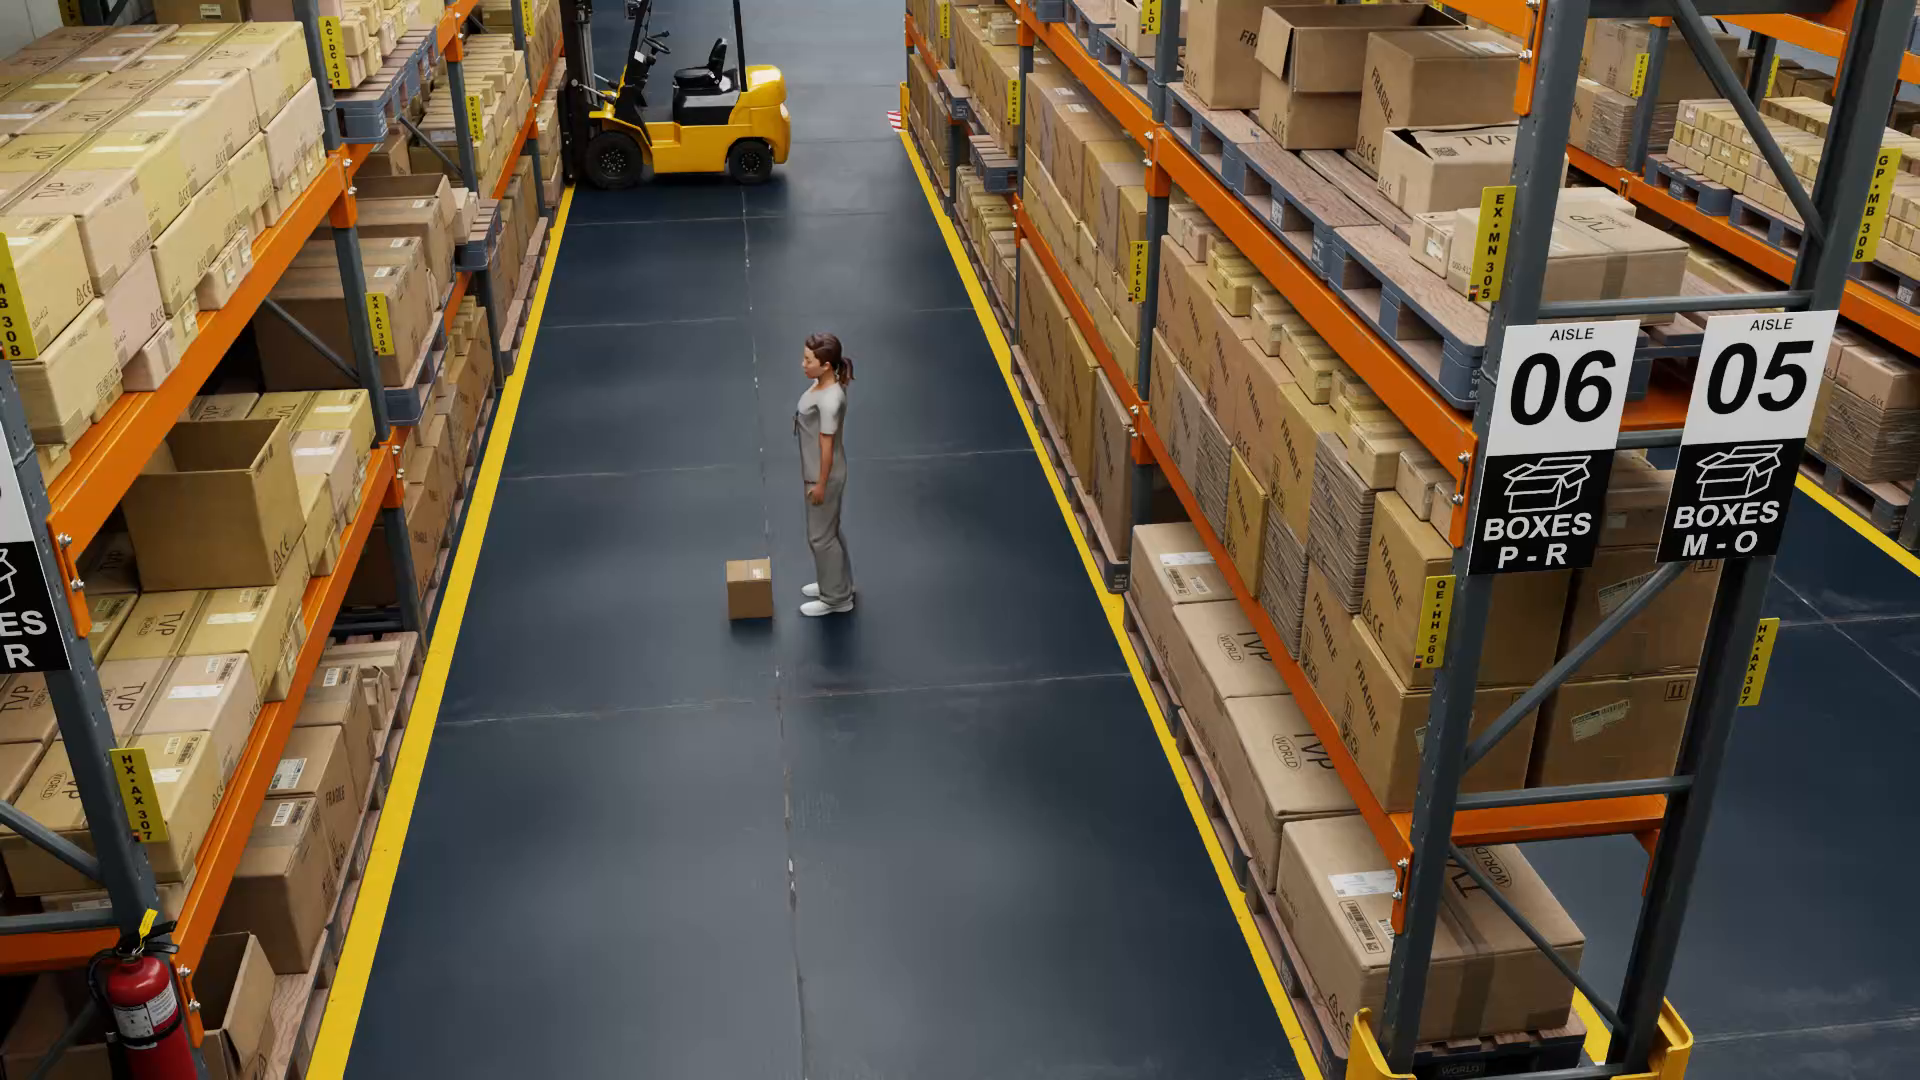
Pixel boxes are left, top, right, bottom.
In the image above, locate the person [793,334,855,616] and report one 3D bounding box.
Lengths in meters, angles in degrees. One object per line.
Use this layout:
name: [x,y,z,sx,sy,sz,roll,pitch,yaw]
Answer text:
person: [-0.751,-0.366,9.345,0.369,1.674,0.439,-3,27,-6]
